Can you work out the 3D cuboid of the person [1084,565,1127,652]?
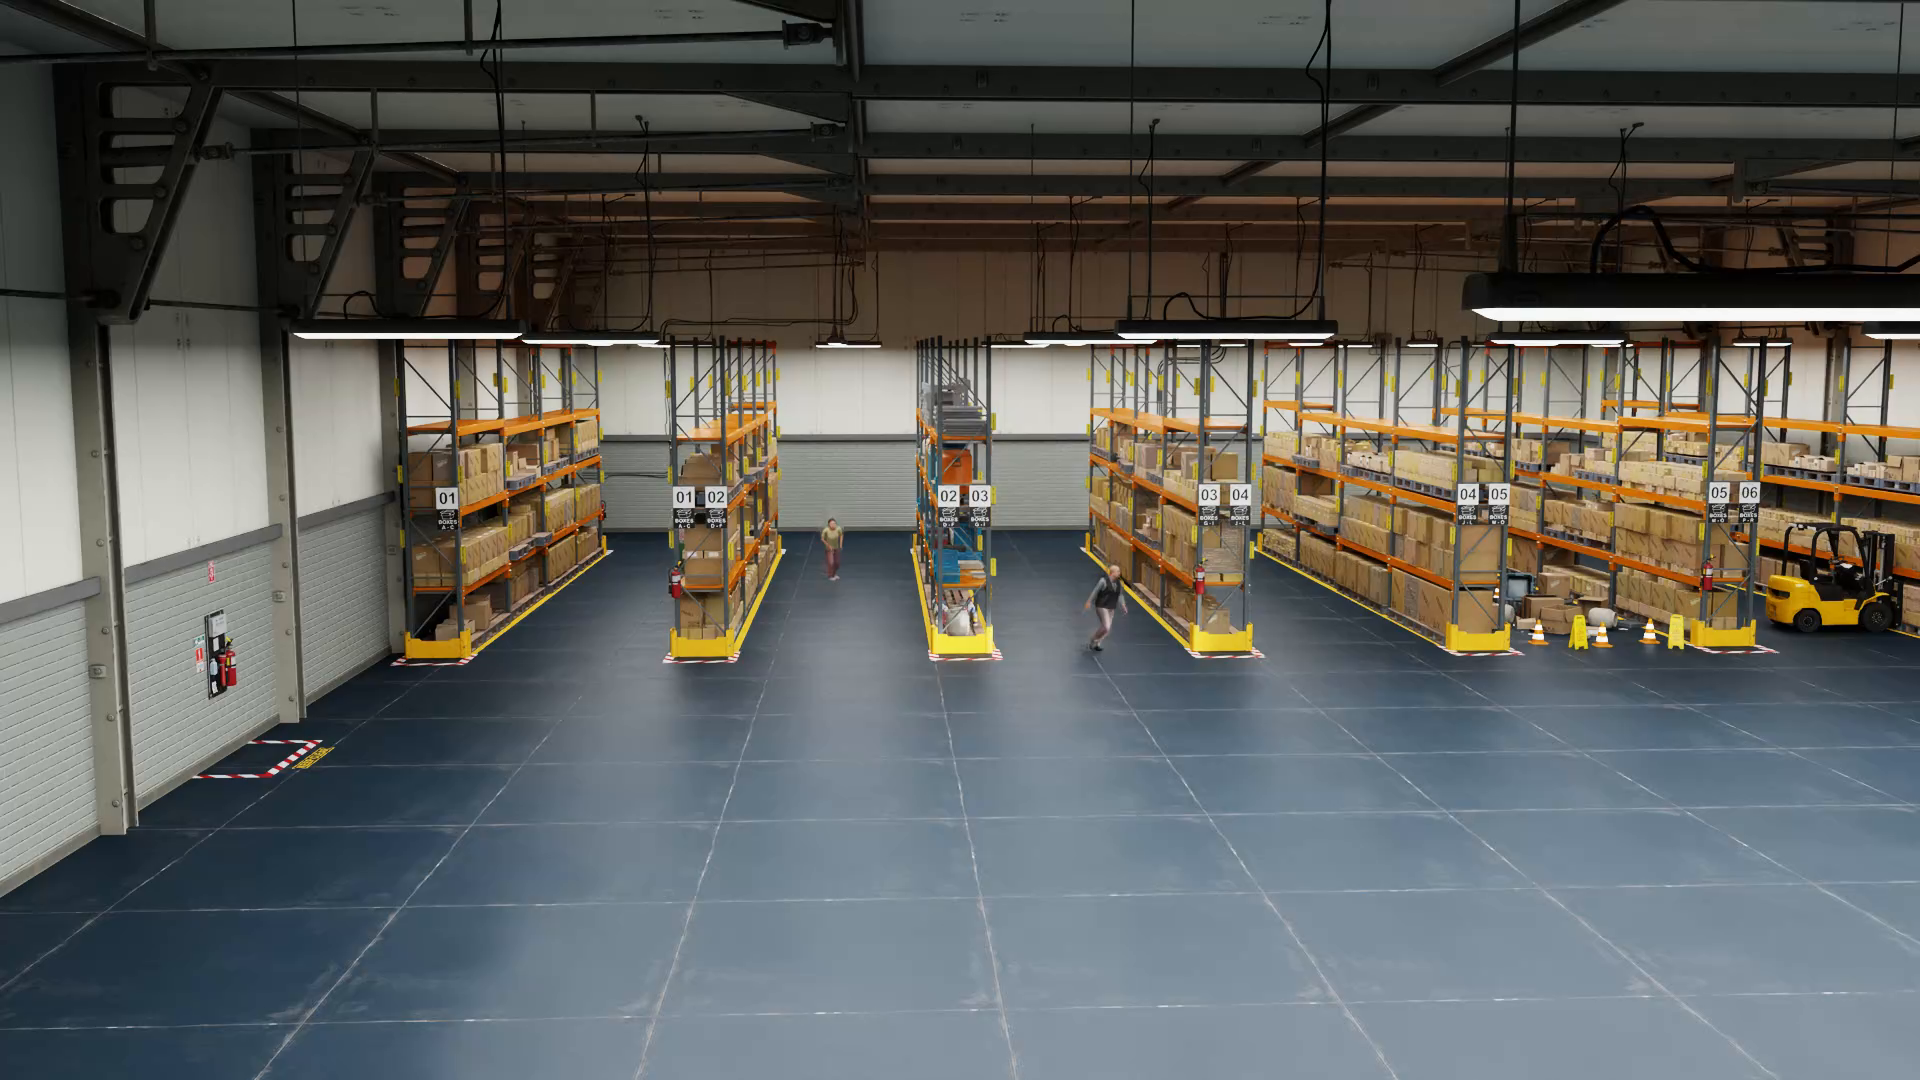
[{"bbox_3d":[2.798,1.304,31.644,0.658,1.669,0.666,-6,9,-40],"label":"person"}]

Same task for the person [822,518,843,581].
[{"bbox_3d":[-3.044,0.207,39.387,0.553,1.530,0.788,-3,7,-24],"label":"person"}]

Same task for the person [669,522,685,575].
[{"bbox_3d":[-7.057,0.075,42.215,0.658,1.729,0.642,0,6,0],"label":"person"}]
